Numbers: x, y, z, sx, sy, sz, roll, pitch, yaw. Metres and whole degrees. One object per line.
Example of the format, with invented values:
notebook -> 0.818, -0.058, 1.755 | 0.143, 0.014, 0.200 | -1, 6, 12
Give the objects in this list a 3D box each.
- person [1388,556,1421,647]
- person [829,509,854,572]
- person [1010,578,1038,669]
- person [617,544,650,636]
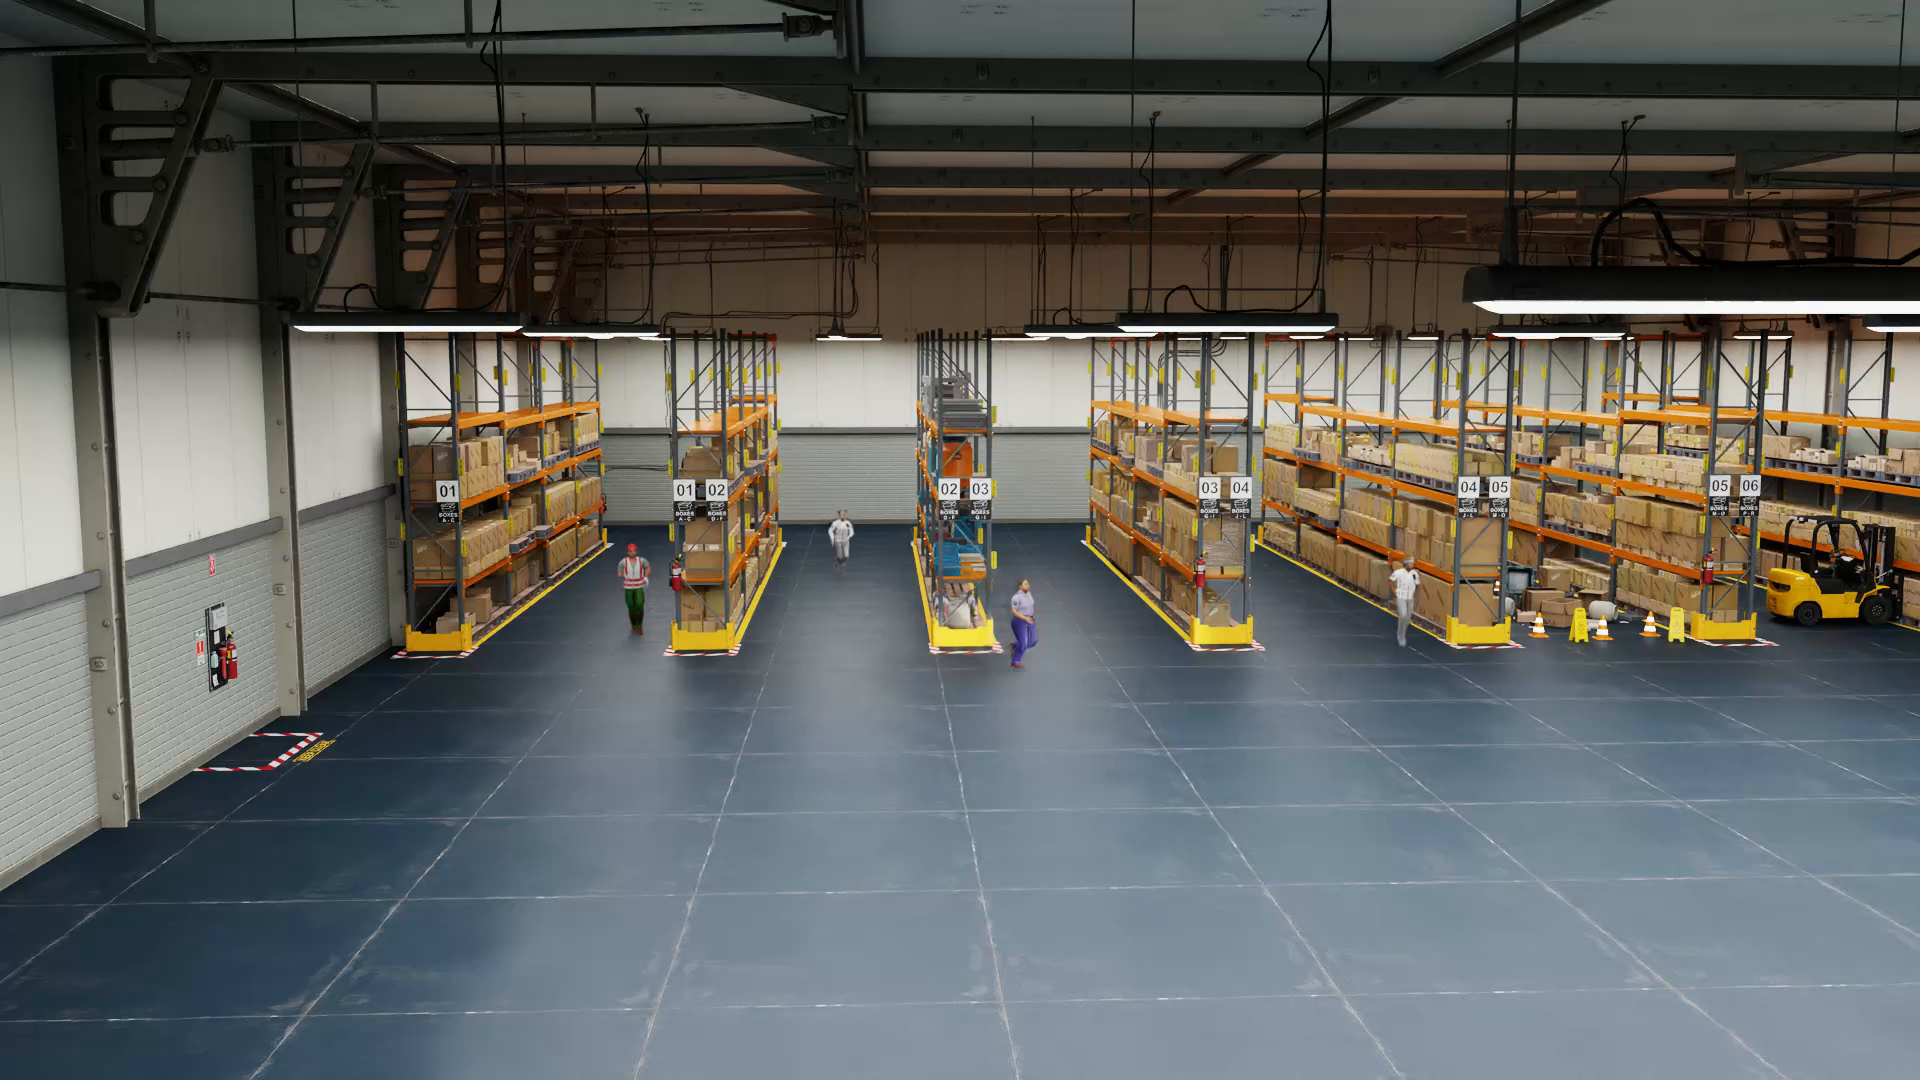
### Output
person -> 8.523, 1.156, 31.823 | 0.581, 1.725, 0.719 | -1, 7, -9
person -> -2.892, 0.024, 40.743 | 0.592, 1.561, 0.534 | -2, 7, -15
person -> 1.111, 1.476, 29.454 | 0.615, 1.612, 0.597 | 5, 9, 38
person -> -6.434, 0.982, 32.797 | 0.630, 1.836, 0.764 | -1, 7, -8
